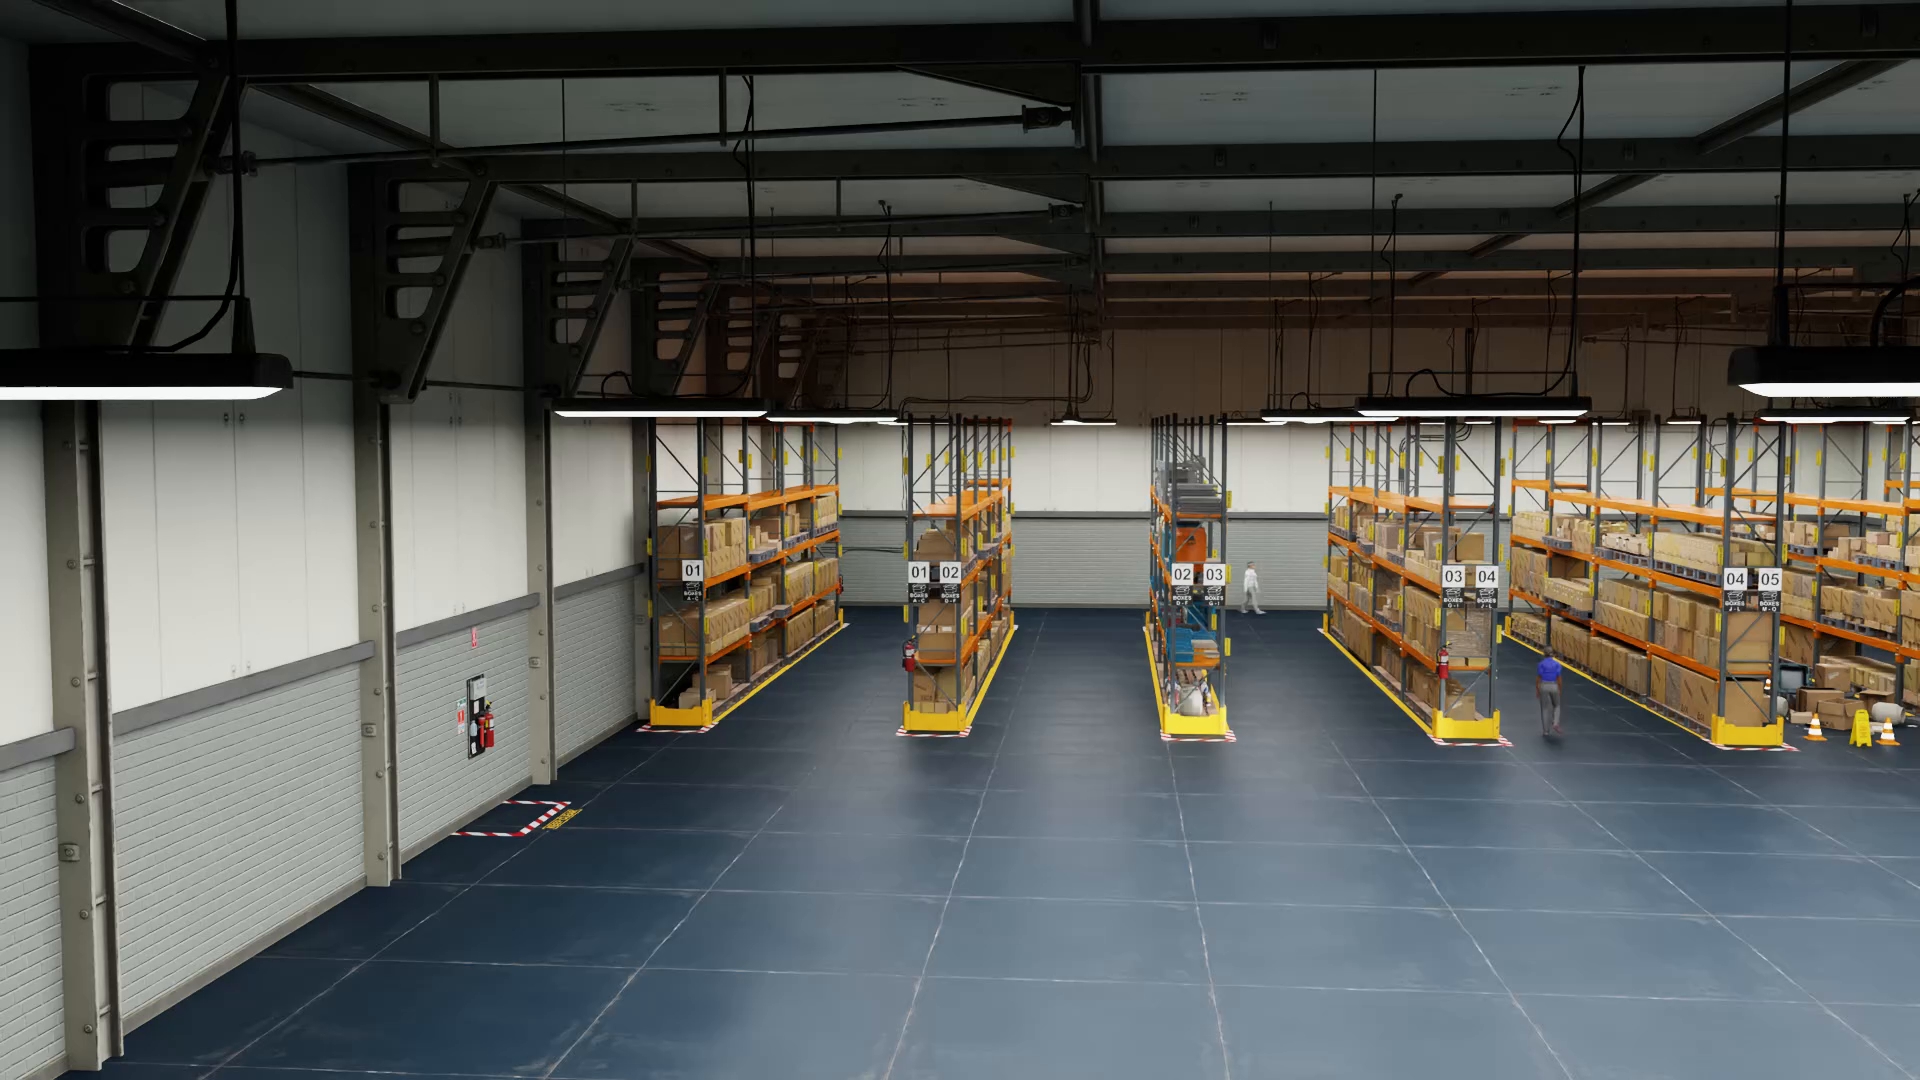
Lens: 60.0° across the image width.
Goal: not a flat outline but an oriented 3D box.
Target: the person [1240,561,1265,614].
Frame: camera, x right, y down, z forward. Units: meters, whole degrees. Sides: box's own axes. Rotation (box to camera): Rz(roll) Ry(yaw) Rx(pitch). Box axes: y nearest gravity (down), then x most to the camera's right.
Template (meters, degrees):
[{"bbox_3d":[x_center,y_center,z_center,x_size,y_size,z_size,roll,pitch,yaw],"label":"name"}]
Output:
[{"bbox_3d":[9.011,1.458,51.161,0.910,1.633,0.496,3,5,37],"label":"person"}]

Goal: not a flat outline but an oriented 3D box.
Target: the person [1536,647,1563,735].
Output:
[{"bbox_3d":[10.973,2.814,30.951,0.495,1.656,0.471,1,4,10],"label":"person"}]
